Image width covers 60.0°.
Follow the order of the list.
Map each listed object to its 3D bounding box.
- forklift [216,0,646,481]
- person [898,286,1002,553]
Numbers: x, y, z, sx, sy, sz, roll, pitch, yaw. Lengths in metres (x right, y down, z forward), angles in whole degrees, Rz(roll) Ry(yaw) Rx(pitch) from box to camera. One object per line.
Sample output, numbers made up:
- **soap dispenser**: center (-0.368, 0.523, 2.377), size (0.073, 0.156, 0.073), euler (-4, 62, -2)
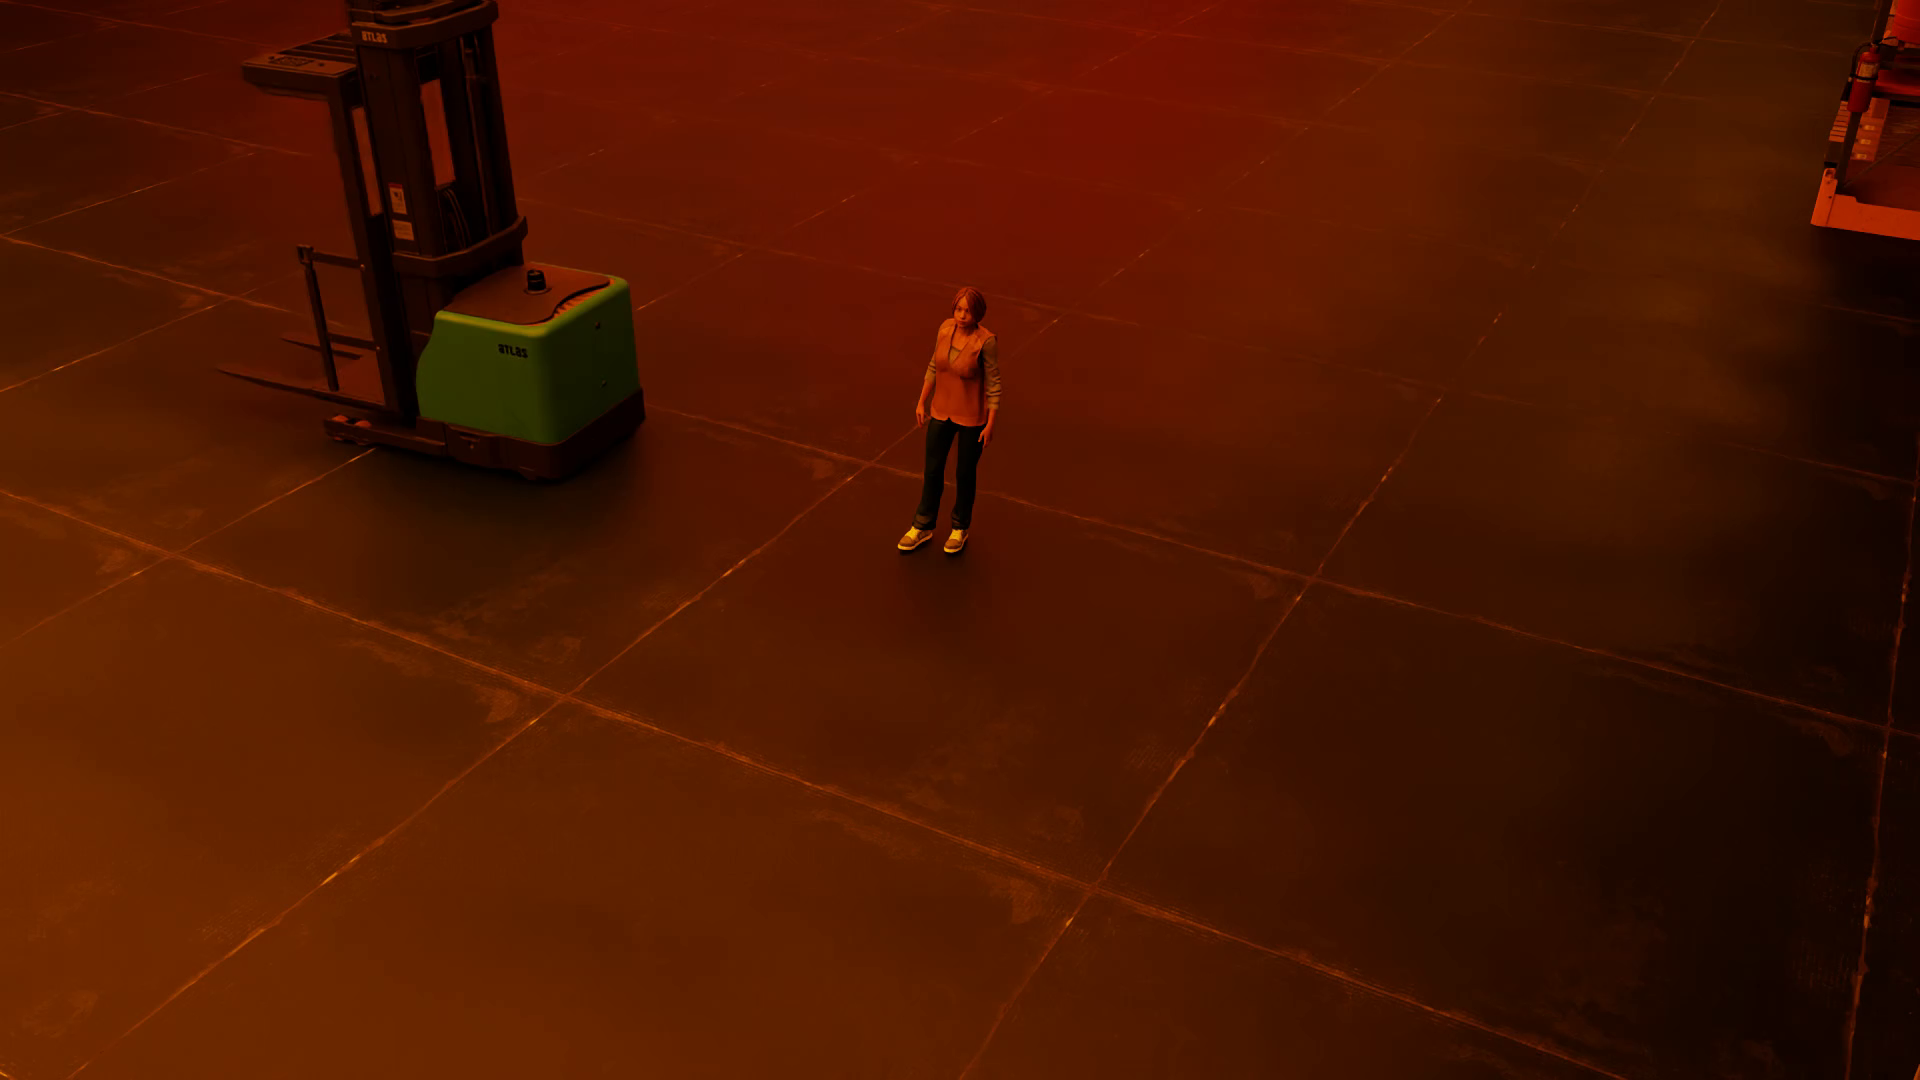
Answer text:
- **forklift**: center (-3.697, -2.124, 10.751), size (3.031, 2.935, 1.130), euler (13, 32, 21)
- **person**: center (-0.048, -0.669, 9.550), size (0.520, 1.597, 0.476), euler (15, 33, 25)
